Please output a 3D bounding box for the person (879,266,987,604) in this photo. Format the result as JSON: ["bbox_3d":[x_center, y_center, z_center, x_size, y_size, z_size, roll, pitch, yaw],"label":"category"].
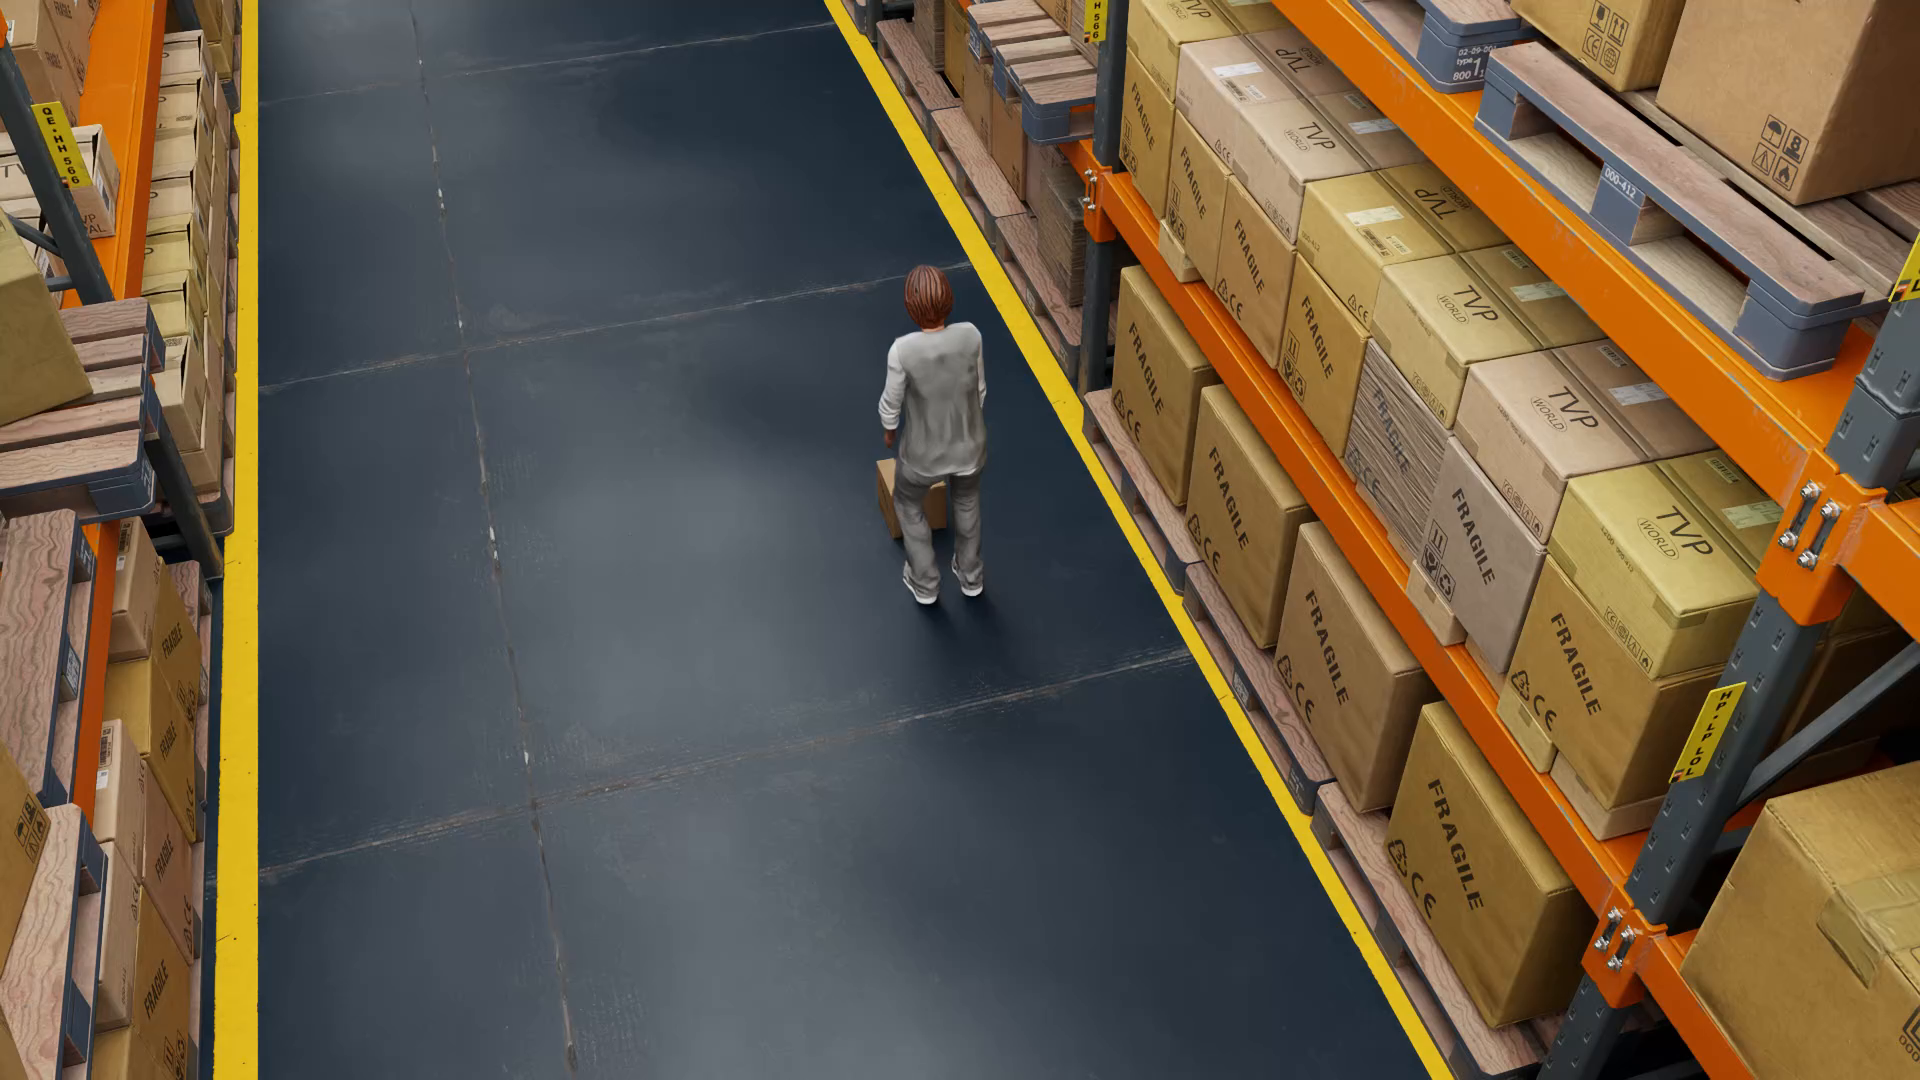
[{"bbox_3d":[-0.101,-0.365,6.617,0.430,1.533,0.400,-11,44,-12],"label":"person"}]
